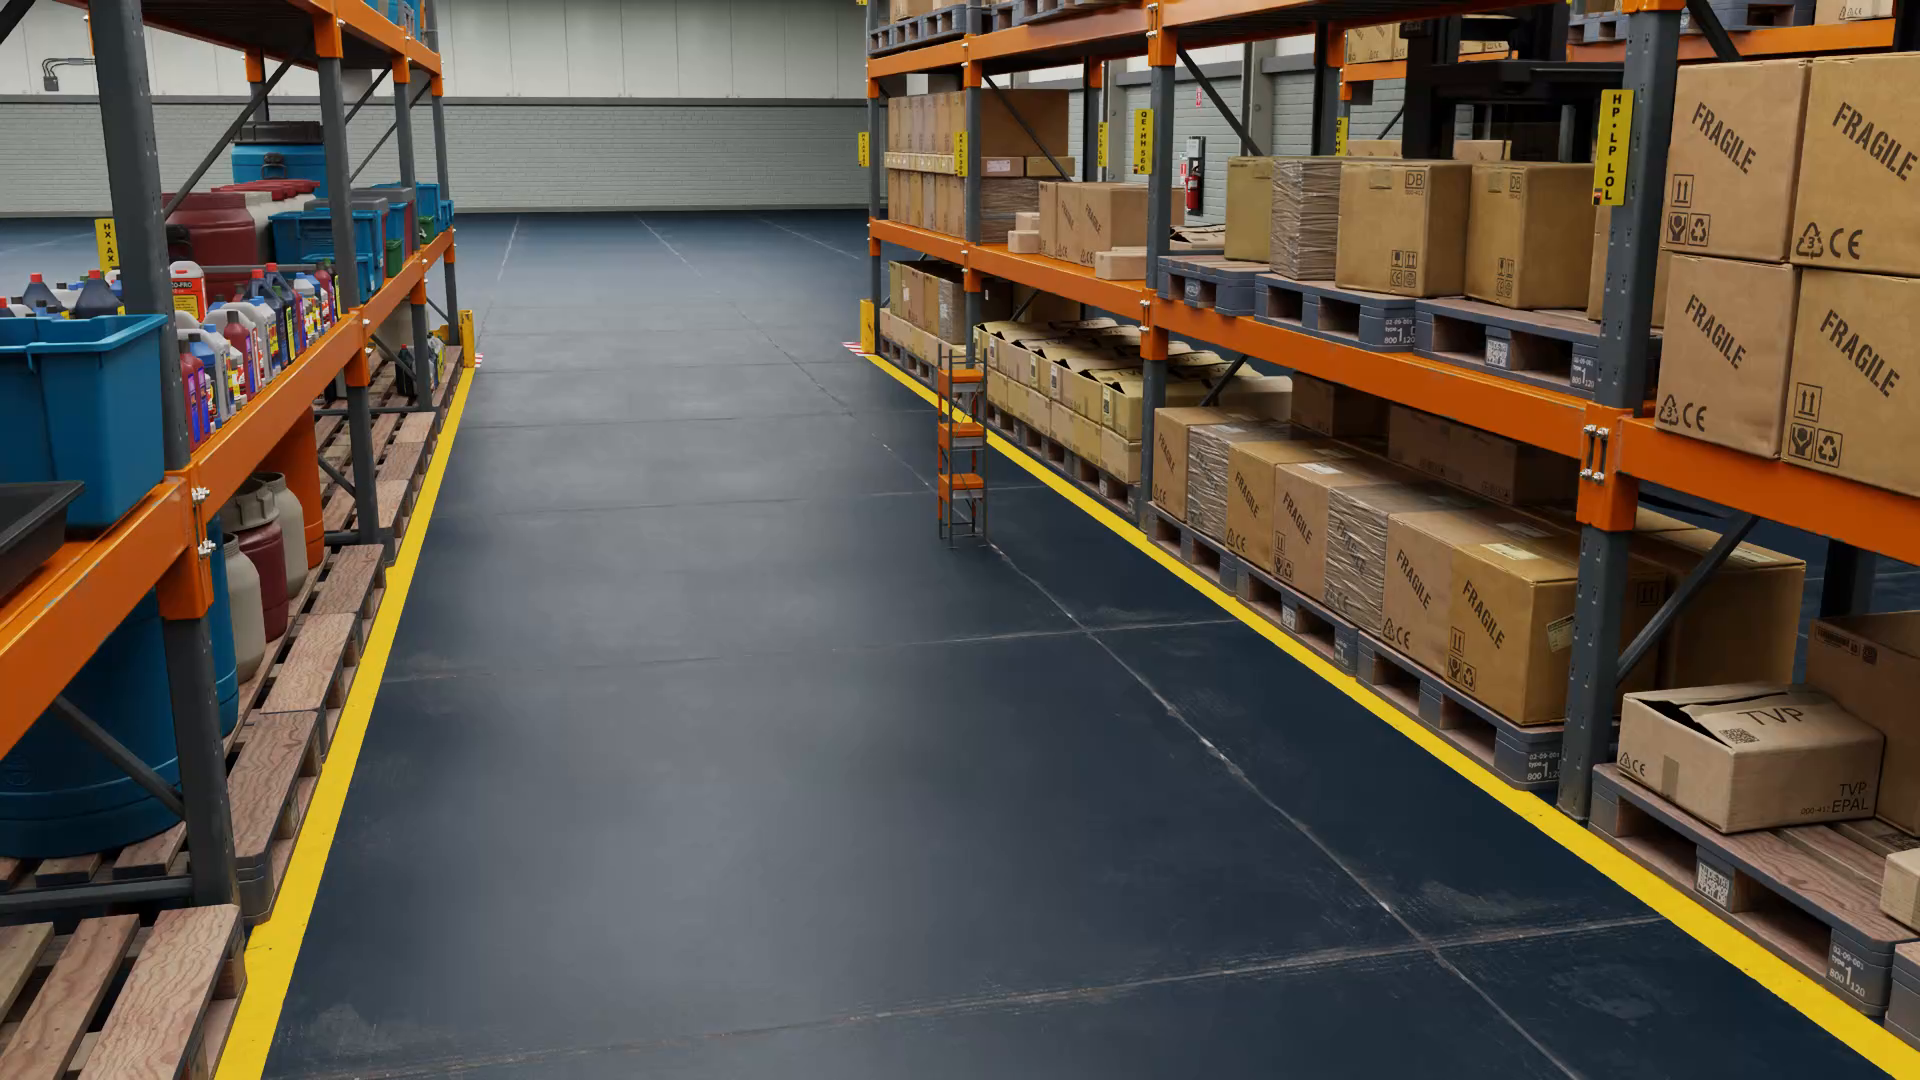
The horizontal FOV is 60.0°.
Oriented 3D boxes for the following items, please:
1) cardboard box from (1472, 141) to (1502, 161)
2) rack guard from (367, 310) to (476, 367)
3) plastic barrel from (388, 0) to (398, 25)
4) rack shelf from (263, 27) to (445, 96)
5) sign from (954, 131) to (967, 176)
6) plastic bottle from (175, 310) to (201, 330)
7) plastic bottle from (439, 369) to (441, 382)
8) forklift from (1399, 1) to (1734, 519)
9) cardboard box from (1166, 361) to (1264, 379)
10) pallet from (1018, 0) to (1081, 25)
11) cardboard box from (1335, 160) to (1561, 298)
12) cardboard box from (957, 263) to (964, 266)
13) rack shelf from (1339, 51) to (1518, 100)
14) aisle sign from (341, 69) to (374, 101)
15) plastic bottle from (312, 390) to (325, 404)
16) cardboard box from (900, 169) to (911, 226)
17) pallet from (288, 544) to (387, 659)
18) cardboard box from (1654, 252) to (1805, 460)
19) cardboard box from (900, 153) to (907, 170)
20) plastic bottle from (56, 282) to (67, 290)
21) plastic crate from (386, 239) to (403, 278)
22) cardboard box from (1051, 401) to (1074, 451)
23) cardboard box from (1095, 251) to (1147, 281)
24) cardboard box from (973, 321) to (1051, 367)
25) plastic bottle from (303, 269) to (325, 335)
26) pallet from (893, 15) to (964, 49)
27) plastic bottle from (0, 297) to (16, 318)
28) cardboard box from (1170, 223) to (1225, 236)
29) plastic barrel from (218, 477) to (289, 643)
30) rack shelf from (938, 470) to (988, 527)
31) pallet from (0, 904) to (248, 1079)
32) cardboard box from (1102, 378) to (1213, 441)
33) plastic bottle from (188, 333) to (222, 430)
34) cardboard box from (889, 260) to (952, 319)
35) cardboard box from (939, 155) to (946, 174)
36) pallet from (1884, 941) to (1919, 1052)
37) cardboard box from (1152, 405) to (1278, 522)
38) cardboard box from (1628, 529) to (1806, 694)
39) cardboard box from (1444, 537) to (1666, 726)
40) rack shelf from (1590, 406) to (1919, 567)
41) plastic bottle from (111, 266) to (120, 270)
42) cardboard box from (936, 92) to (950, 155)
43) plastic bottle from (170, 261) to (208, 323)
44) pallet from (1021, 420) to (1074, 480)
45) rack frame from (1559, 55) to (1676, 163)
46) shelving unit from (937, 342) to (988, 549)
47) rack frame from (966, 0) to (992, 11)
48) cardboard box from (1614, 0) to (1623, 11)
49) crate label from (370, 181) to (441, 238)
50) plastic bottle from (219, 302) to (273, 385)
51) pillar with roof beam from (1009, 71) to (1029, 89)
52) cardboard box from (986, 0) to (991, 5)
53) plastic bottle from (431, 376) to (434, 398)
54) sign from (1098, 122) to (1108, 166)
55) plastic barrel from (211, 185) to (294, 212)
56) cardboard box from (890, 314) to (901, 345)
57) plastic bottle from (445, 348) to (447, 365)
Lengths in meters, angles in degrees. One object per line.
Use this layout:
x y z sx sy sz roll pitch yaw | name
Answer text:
4.825 -3.232 14.530 0.500 0.500 0.500 -3 14 -14 | cardboard box
-5.146 -1.866 15.510 1.175 0.500 0.348 -3 14 -13 | rack guard
-3.940 -3.768 10.651 0.600 0.901 0.708 -3 14 -13 | plastic barrel
-4.740 -3.741 13.115 1.077 0.370 4.000 -3 14 -13 | rack shelf
0.006 -2.875 12.384 0.100 0.325 0.005 -3 14 -13 | sign
-2.495 -0.599 5.322 0.152 0.276 0.135 -3 14 -13 | plastic bottle
-4.145 -1.346 13.085 0.097 0.201 0.097 0 14 0 | plastic bottle
3.218 -1.649 9.502 1.130 2.935 3.031 -4 14 -15 | forklift
1.515 -0.923 10.113 0.500 0.311 0.500 -4 14 -15 | cardboard box
0.973 -3.299 10.189 1.003 0.211 1.213 -3 14 -11 | pallet
1.949 -1.258 6.662 0.700 0.500 0.500 -7 16 -27 | cardboard box
0.270 -2.266 15.209 0.500 0.500 0.500 -3 14 -13 | cardboard box
4.890 -4.293 15.376 1.077 0.370 4.000 -3 14 -13 | rack shelf
-5.512 -4.358 14.967 0.394 0.787 0.004 -3 14 -13 | aisle sign
-4.659 -1.093 12.049 0.097 0.201 0.097 0 14 0 | plastic bottle
-0.169 -3.189 15.451 0.700 0.500 0.500 -3 14 -12 | cardboard box
-3.105 0.285 7.316 1.003 0.211 1.213 -3 14 -13 | pallet
2.279 -0.518 4.515 0.500 0.500 0.500 -3 14 -12 | cardboard box
-0.332 -3.455 15.169 0.380 0.149 0.250 -4 14 -14 | cardboard box
-3.317 -0.806 6.150 0.061 0.283 0.133 -3 14 -13 | plastic bottle
-3.587 -1.683 9.943 0.450 0.188 0.662 -3 14 -13 | plastic crate
0.884 -0.736 10.526 0.500 0.250 0.500 -3 14 -12 | cardboard box
1.005 -1.595 9.663 0.380 0.149 0.250 -3 14 -13 | cardboard box
0.400 -1.479 12.387 0.500 0.311 0.500 -3 14 -13 | cardboard box
-2.712 -0.991 6.936 0.097 0.271 0.097 0 14 0 | plastic bottle
0.037 -4.338 14.228 1.003 0.211 1.213 -3 14 -13 | pallet
-2.829 -0.547 4.950 0.144 0.351 0.185 -3 14 -13 | plastic bottle
1.463 -1.698 9.746 0.500 0.311 0.500 -3 14 -14 | cardboard box
-2.934 0.091 6.432 0.600 0.588 0.708 -3 14 -13 | plastic barrel
0.013 -0.217 8.820 0.215 0.259 0.240 -3 14 -13 | rack shelf
-2.181 1.196 3.589 1.003 0.211 1.213 -3 14 -13 | pallet
1.122 -0.772 9.495 0.500 0.311 0.500 -3 14 -12 | cardboard box
-2.162 -0.451 4.725 0.097 0.271 0.097 0 14 0 | plastic bottle
-0.365 -2.351 15.560 0.500 0.500 0.500 -3 14 -13 | cardboard box
0.036 -3.097 13.704 0.380 0.149 0.250 -3 14 -13 | cardboard box
2.874 1.193 3.598 1.003 0.211 1.213 -3 14 -13 | pallet
1.314 -0.403 8.596 0.500 0.500 0.500 -3 14 -11 | cardboard box
2.547 0.274 5.827 0.500 0.500 0.500 -4 14 -16 | cardboard box
2.030 0.301 5.715 0.500 0.500 0.500 -3 14 -13 | cardboard box
2.894 0.209 3.267 1.077 0.370 4.000 -3 14 -13 | rack shelf
-3.511 -0.996 6.931 0.061 0.283 0.133 -3 14 -13 | plastic bottle
0.198 -3.460 13.826 0.700 0.500 0.500 -3 14 -13 | cardboard box
-3.396 -1.080 7.288 0.152 0.276 0.135 -3 14 -13 | plastic bottle
1.046 -0.643 11.114 1.003 0.211 1.213 -3 14 -13 | pallet
5.359 -2.724 13.758 1.000 3.000 0.127 -3 14 -13 | rack frame
0.013 -0.498 8.752 0.215 1.050 0.252 -3 14 -13 | shelving unit
0.545 -5.362 11.912 1.000 3.000 0.127 -3 14 -13 | rack frame
5.410 -4.303 12.806 0.500 0.500 0.500 -1 14 -5 | cardboard box
-4.515 -2.703 13.594 0.502 0.435 0.616 -3 14 -13 | crate label
-2.402 -0.661 5.575 0.152 0.276 0.135 -3 14 -13 | plastic bottle
-2.987 -10.361 32.374 9.100 9.000 0.400 -3 14 -13 | pillar with roof beam
0.281 -4.614 13.773 0.797 0.503 0.637 -2 14 -7 | cardboard box
-3.943 -1.148 12.274 0.097 0.201 0.097 0 14 0 | plastic bottle
1.070 -3.004 12.629 0.100 0.325 0.005 -3 14 -13 | sign
-3.985 -1.736 9.427 0.433 0.535 0.433 0 14 0 | plastic barrel
-0.364 -1.987 15.649 0.500 0.250 0.500 -3 14 -13 | cardboard box
-4.353 -1.550 13.920 0.097 0.201 0.097 0 14 0 | plastic bottle
